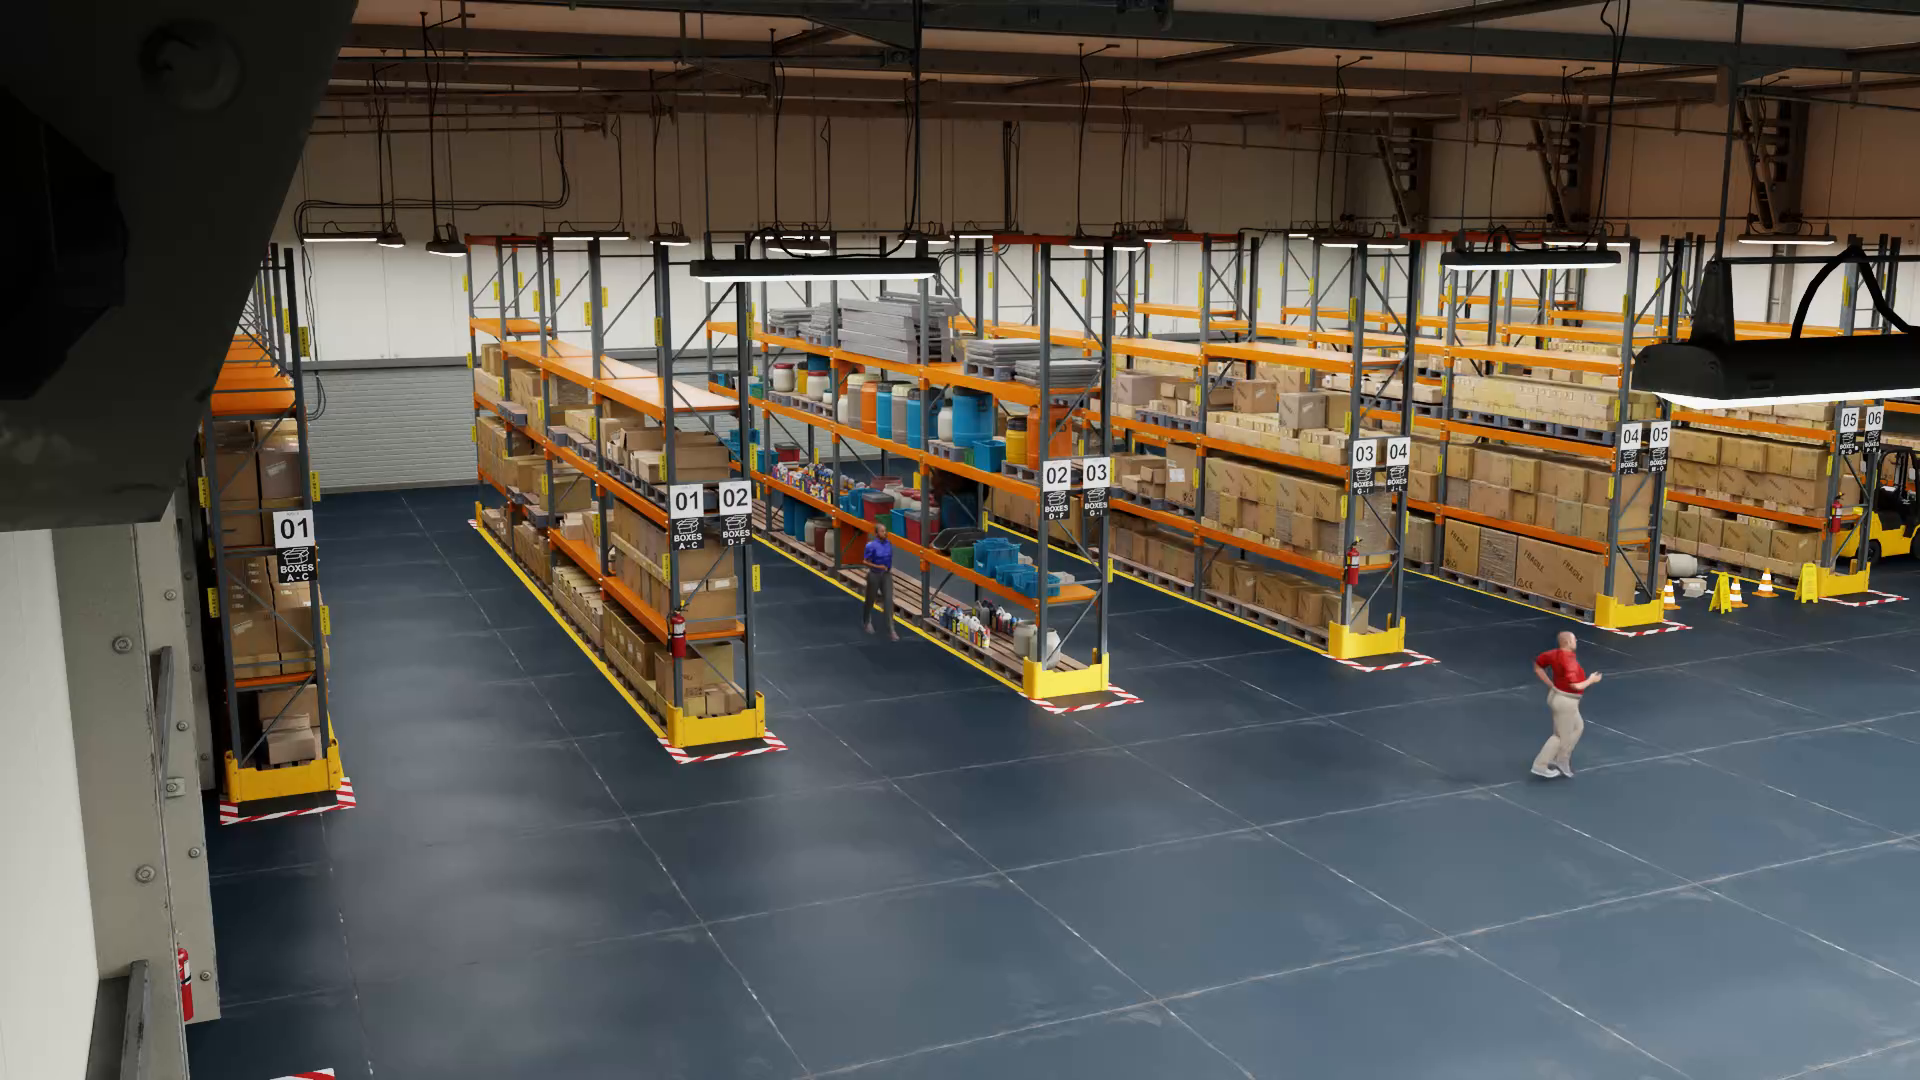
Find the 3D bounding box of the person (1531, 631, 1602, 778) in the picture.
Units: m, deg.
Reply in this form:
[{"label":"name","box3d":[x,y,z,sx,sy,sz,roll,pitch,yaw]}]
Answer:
[{"label":"person","box3d":[6.877,1.898,18.889,0.727,1.781,0.640,0,11,0]}]

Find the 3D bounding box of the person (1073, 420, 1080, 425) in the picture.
[{"label":"person","box3d":[2.687,-2.048,39.449,0.639,1.611,0.585,-3,11,-16]}]

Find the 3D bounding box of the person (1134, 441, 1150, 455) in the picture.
[{"label":"person","box3d":[4.485,-2.612,42.069,0.856,1.717,0.688,6,13,29]}]

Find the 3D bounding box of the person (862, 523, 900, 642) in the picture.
[{"label":"person","box3d":[-1.179,0.590,24.205,0.571,1.697,0.797,-7,13,-31]}]
